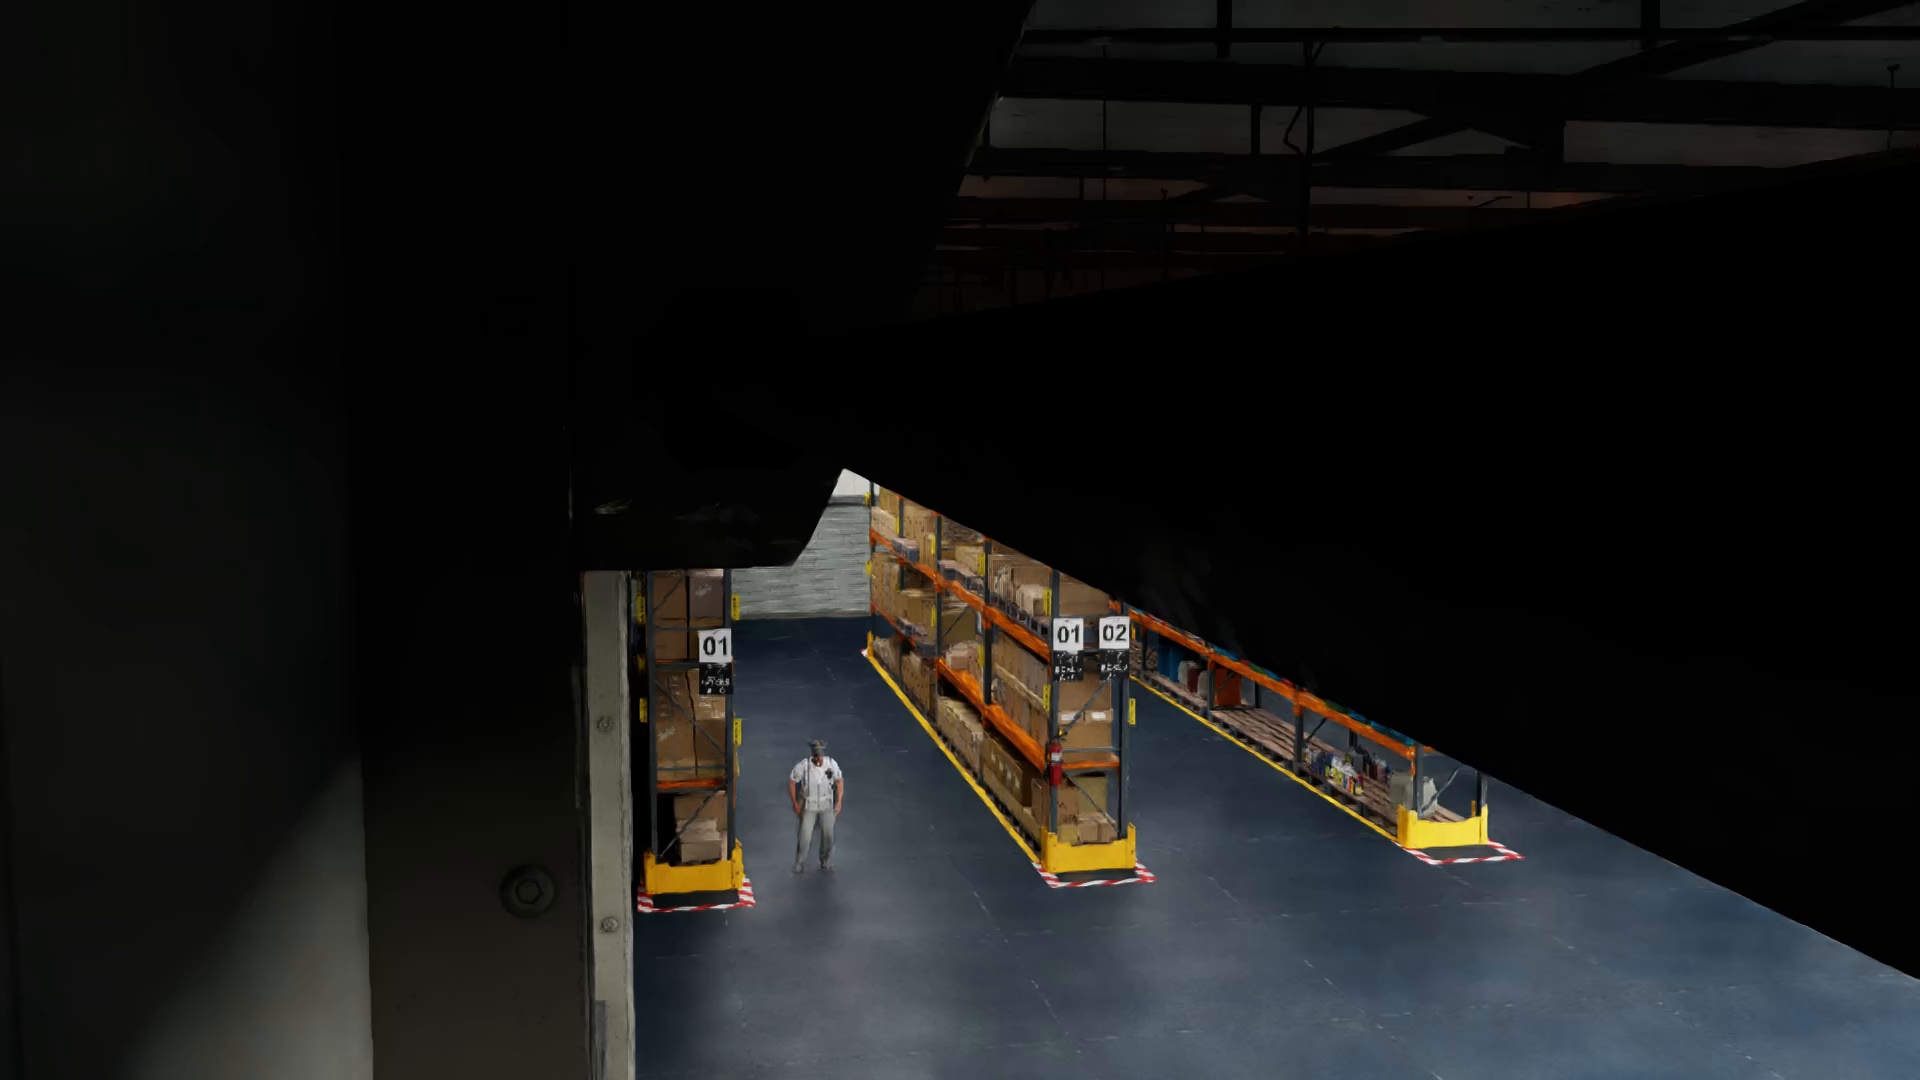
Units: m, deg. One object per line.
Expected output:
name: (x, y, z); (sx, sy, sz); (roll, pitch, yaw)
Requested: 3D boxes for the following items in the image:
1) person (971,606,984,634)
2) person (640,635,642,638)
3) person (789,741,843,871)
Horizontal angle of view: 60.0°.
person: (0.300, 1.402, 39.473); (0.495, 1.589, 1.086); (-1, 6, -9)
person: (-6.794, 1.613, 36.733); (0.528, 1.789, 0.561); (3, 7, 30)
person: (-1.799, 3.311, 20.831); (0.682, 1.715, 0.542); (-1, 6, -13)
